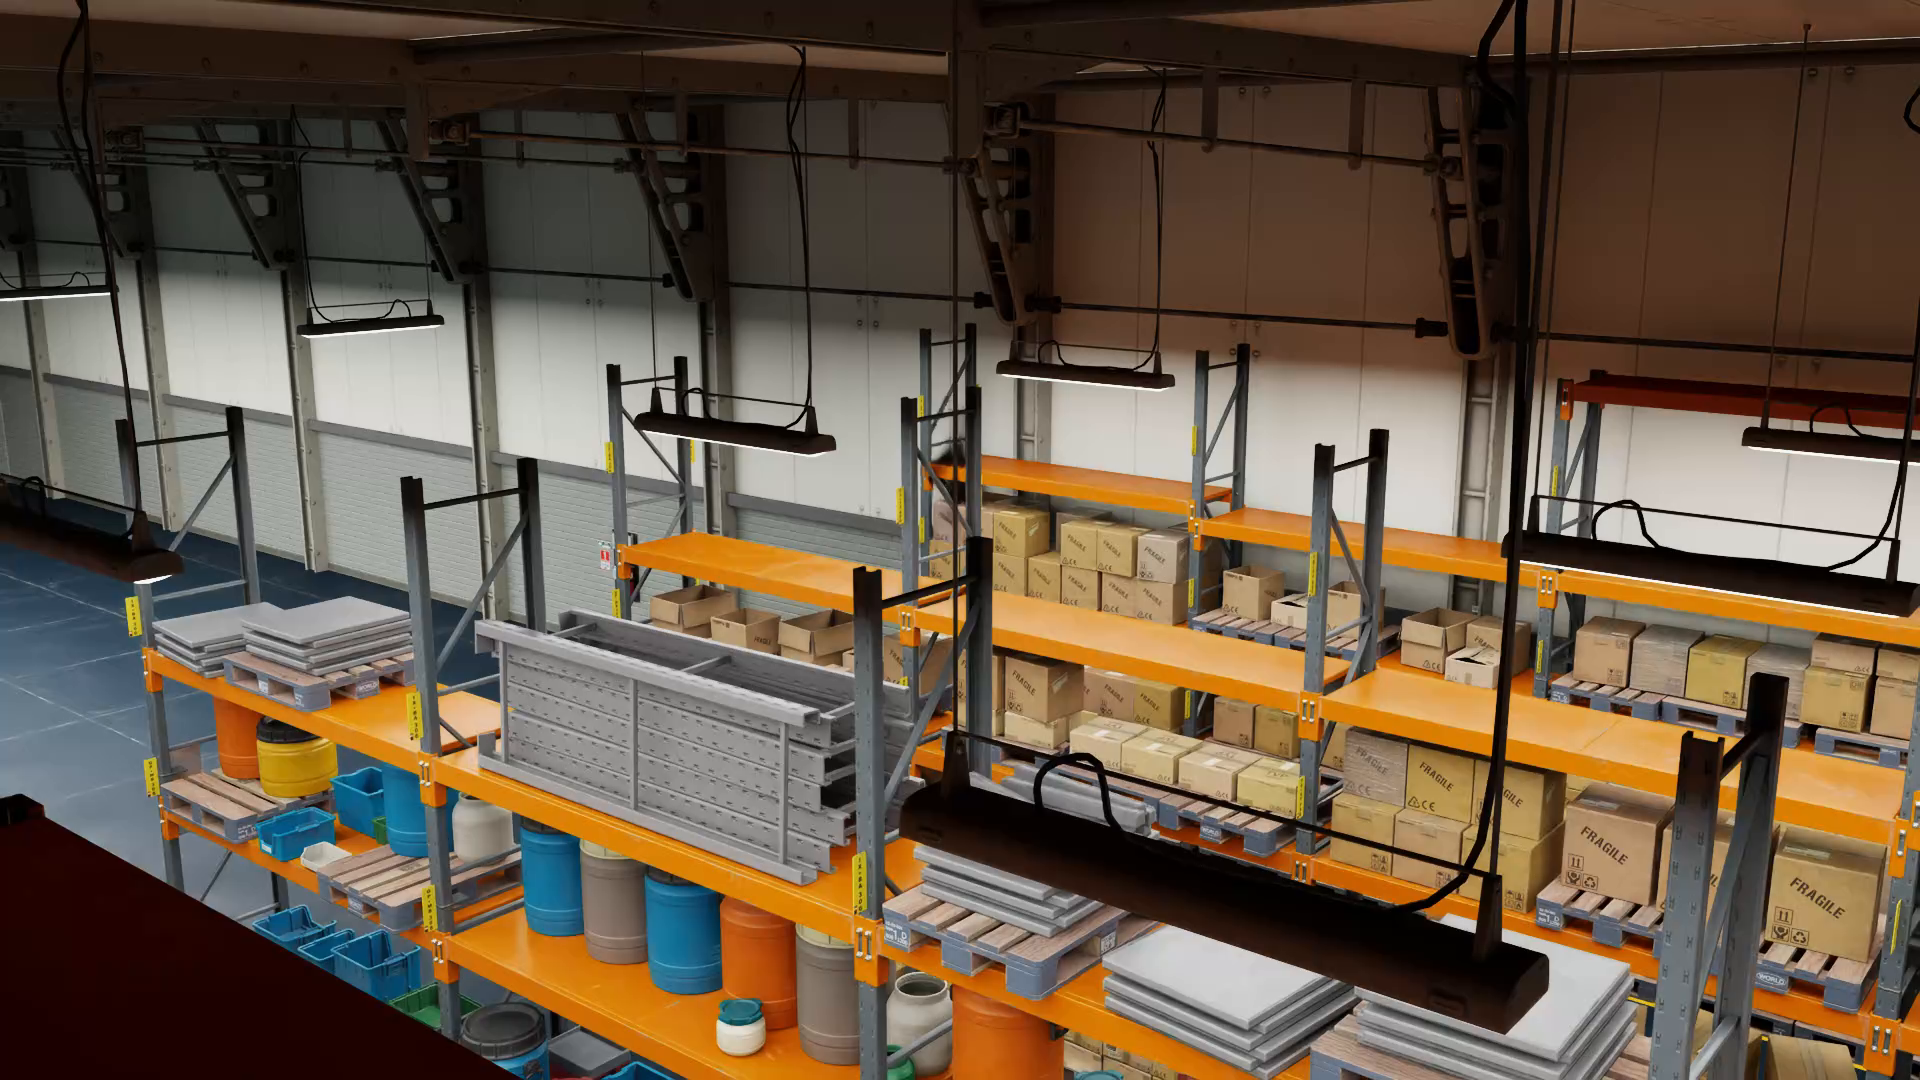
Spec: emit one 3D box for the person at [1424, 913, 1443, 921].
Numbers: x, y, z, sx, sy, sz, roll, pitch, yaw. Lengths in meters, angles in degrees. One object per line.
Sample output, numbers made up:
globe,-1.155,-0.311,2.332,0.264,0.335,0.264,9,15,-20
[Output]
person,4.241,4.046,14.510,0.721,1.720,0.728,6,14,27
